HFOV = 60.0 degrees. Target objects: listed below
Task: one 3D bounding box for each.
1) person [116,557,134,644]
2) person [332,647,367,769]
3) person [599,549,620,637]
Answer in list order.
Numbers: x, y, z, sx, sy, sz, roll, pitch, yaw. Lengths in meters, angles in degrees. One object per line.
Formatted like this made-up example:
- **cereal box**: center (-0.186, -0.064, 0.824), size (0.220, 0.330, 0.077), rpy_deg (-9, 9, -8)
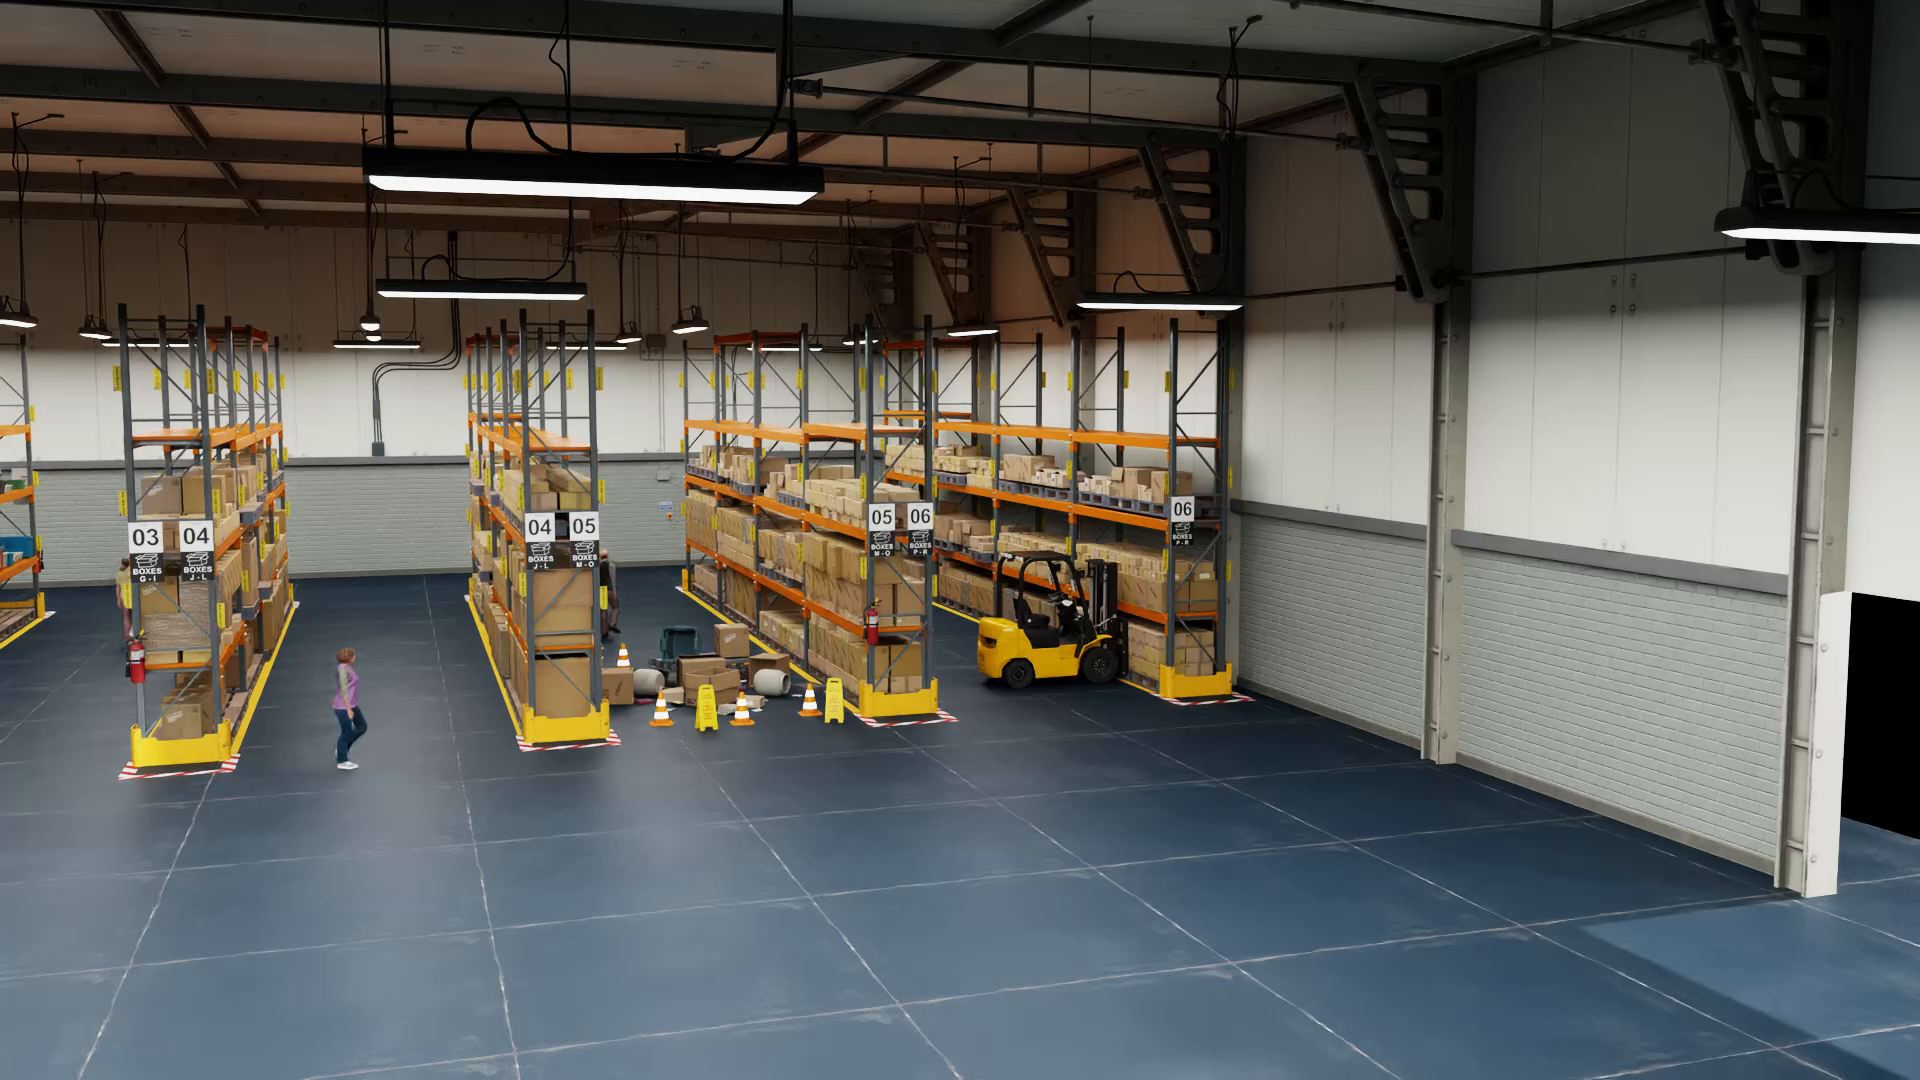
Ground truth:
- **person**: center (-15.873, 1.157, 31.765), size (0.510, 1.659, 0.470), rpy_deg (-1, 5, -7)
- **person**: center (-7.910, 2.161, 21.430), size (0.414, 1.590, 0.391), rpy_deg (0, 5, 1)
- **person**: center (-6.978, 1.036, 32.720), size (0.561, 1.707, 0.494), rpy_deg (0, 5, -1)
